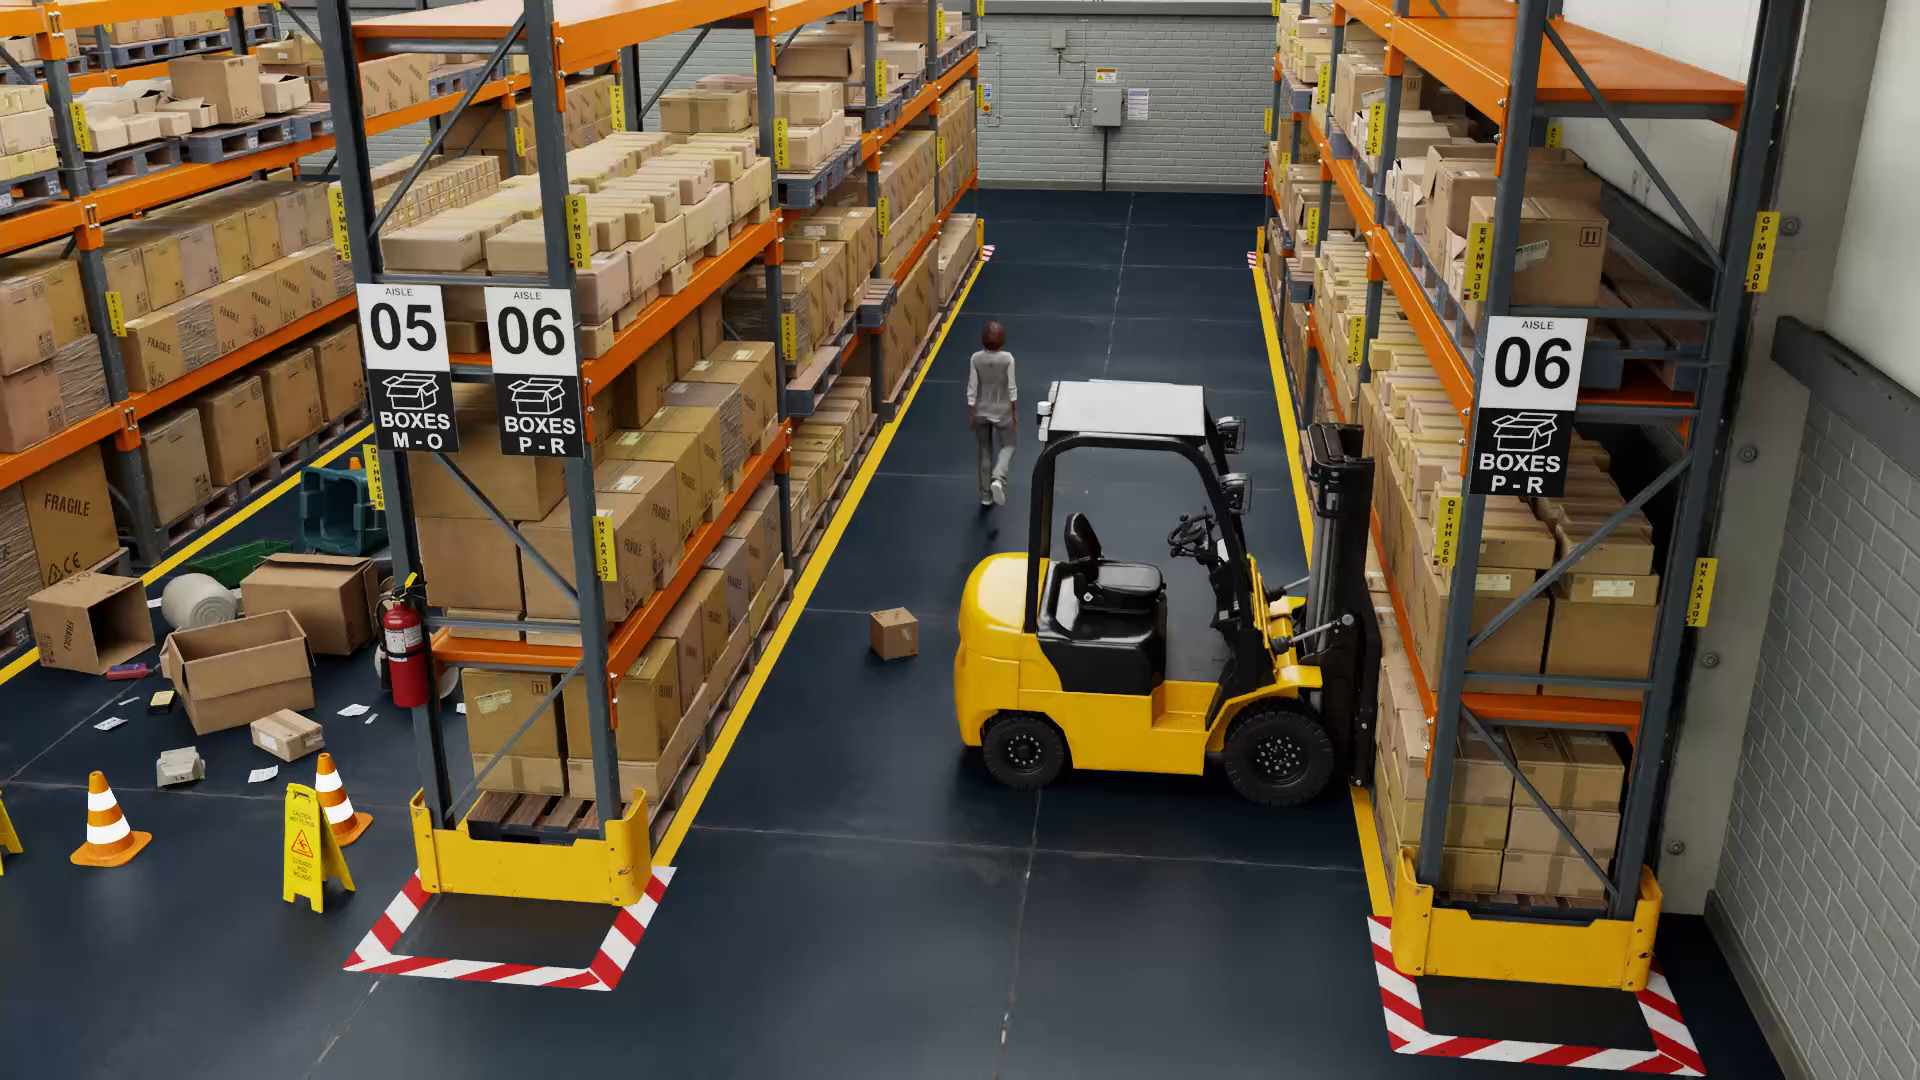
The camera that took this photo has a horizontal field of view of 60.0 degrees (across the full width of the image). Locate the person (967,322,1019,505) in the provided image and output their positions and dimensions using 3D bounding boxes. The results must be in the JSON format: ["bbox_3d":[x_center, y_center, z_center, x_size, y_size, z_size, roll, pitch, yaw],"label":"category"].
[{"bbox_3d":[0.267,-1.011,13.621,0.421,1.582,0.539,4,22,10],"label":"person"}]
